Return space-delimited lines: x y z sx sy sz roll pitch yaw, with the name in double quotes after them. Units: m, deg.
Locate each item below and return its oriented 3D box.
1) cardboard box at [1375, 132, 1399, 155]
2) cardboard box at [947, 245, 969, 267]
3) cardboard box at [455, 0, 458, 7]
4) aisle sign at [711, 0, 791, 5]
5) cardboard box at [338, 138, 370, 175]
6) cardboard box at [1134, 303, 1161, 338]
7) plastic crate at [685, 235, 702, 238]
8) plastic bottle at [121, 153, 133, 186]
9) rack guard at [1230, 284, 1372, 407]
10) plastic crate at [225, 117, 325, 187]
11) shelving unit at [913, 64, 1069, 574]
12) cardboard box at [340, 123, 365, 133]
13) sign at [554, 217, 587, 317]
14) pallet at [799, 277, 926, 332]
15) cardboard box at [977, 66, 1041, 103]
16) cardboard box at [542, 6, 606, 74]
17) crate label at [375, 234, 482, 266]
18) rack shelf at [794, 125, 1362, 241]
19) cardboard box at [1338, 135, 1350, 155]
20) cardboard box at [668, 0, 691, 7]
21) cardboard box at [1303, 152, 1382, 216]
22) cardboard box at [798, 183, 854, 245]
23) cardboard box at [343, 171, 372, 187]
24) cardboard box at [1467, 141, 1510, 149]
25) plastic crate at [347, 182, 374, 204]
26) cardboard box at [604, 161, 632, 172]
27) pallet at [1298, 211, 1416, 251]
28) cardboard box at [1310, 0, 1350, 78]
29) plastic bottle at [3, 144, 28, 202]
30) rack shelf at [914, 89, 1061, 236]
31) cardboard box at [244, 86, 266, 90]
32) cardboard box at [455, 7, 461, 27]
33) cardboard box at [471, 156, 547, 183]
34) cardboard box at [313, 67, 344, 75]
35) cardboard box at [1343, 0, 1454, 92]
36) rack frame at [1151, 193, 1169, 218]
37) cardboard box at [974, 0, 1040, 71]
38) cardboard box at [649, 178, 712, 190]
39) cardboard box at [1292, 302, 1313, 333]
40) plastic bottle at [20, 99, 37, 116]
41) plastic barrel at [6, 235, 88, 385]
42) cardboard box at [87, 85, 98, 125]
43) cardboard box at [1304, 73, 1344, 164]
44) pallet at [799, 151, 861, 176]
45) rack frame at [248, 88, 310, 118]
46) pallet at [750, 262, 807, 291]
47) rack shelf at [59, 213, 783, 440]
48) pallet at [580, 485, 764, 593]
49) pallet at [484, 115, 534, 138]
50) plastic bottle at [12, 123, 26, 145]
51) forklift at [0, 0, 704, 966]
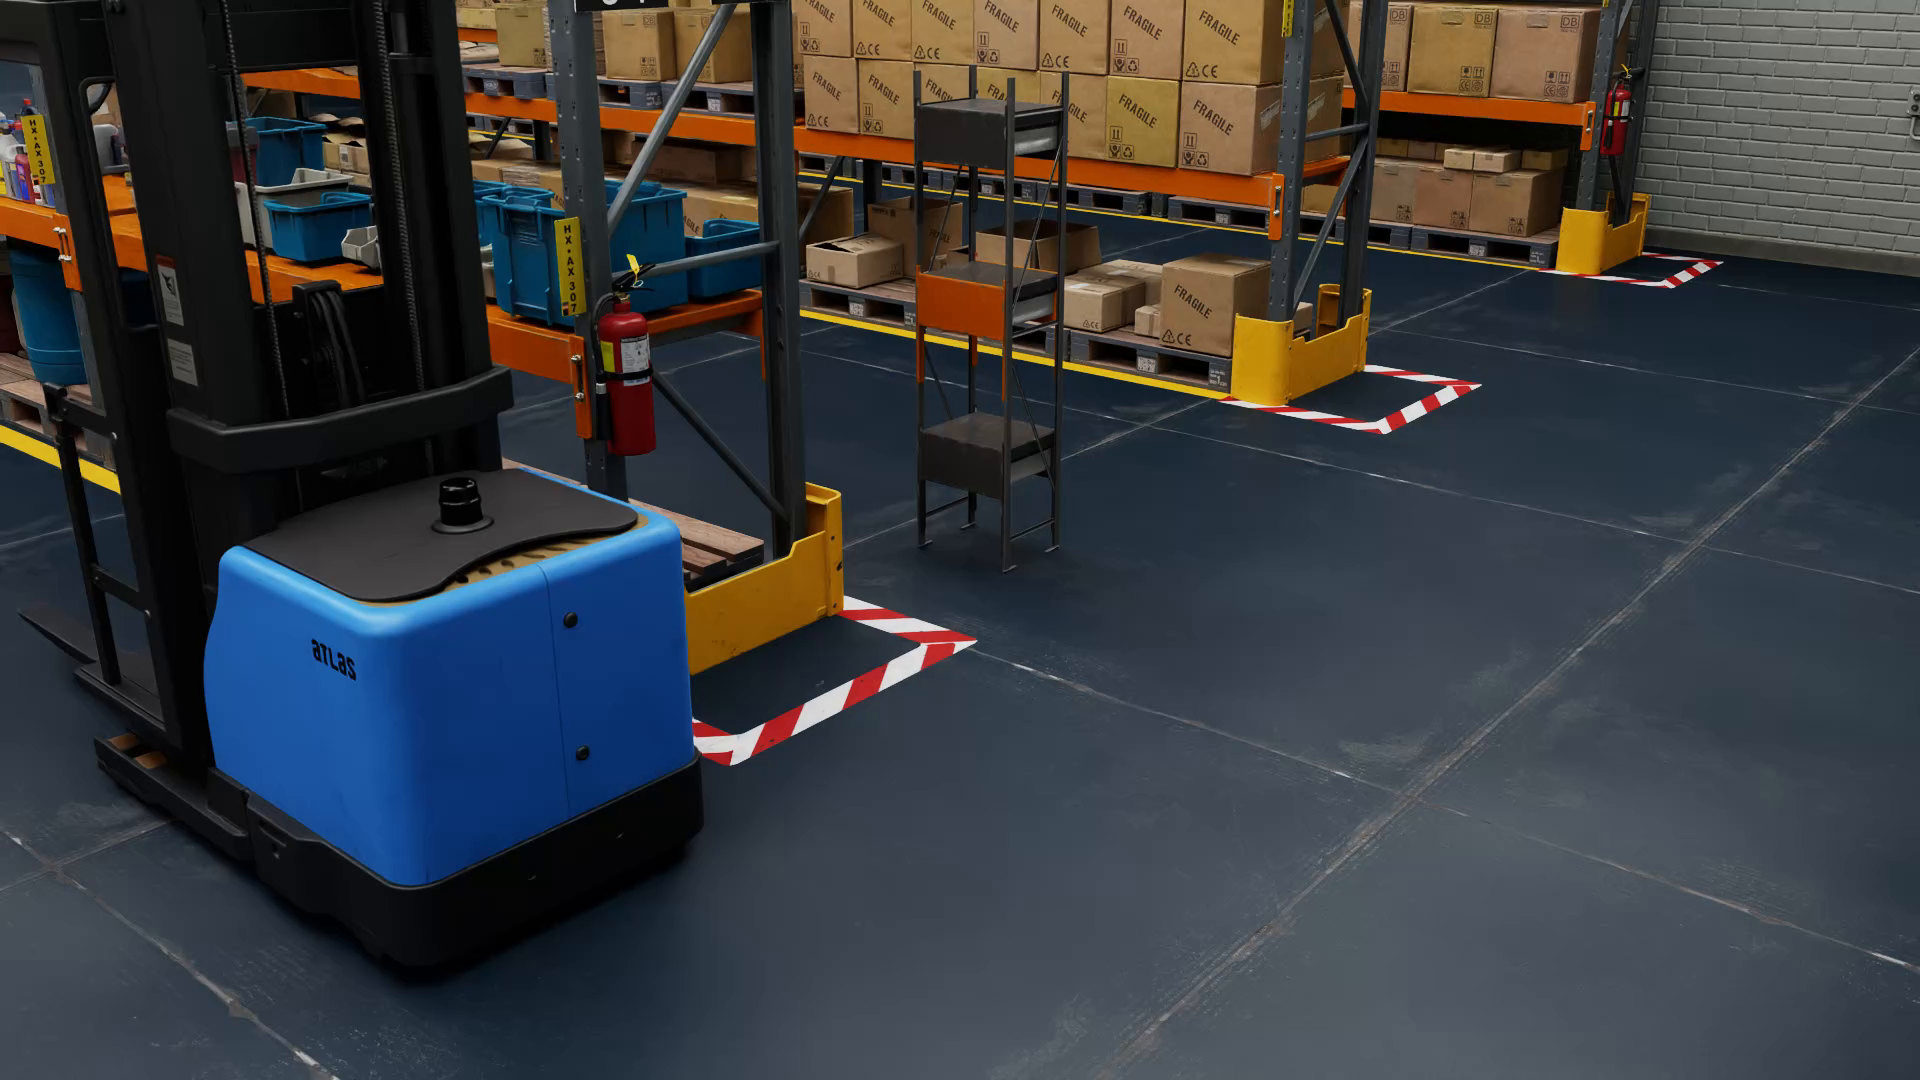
3.718 -3.536 14.823 0.250 0.149 0.380 16 26 35 "cardboard box"
0.253 -1.980 11.853 0.500 0.311 0.500 16 26 36 "cardboard box"
-6.560 -7.269 21.815 0.500 0.500 0.500 16 26 36 "cardboard box"
-0.742 -2.285 5.791 0.004 0.787 0.394 16 26 36 "aisle sign"
-5.406 -3.591 15.445 0.500 0.311 0.500 16 26 36 "cardboard box"
1.316 -1.405 10.536 0.250 0.166 0.380 16 26 36 "cardboard box"
-1.164 -1.147 6.747 0.298 0.136 0.250 16 26 36 "plastic crate"
-4.550 -2.053 9.143 0.097 0.201 0.097 0 21 0 "plastic bottle"
2.091 -1.204 10.151 0.348 0.500 1.175 16 26 36 "rack guard"
-3.507 -1.905 8.407 0.575 0.384 0.392 16 26 36 "plastic crate"
0.128 -0.946 7.200 0.503 2.100 0.431 16 26 36 "shelving unit"
-5.860 -3.967 16.445 0.500 0.311 0.500 16 26 36 "cardboard box"
-1.320 -0.925 5.640 0.005 0.325 0.100 16 26 36 "sign"
-0.418 -1.790 12.117 1.213 0.211 1.003 16 26 36 "pallet"
0.453 -2.769 10.617 0.500 0.500 0.500 16 26 36 "cardboard box"
-2.901 -4.018 13.336 0.700 0.500 0.500 -16 26 -37 "cardboard box"
-2.178 -1.164 6.793 0.243 0.136 0.396 16 26 36 "crate label"
0.600 -2.466 10.976 4.000 0.370 1.077 16 26 36 "rack shelf"
3.249 -3.496 14.717 0.250 0.149 0.380 15 25 35 "cardboard box"
-3.217 -6.392 19.601 0.700 0.500 0.500 -19 28 -41 "cardboard box"
3.478 -3.208 14.870 0.500 0.500 0.700 17 26 37 "cardboard box"
-1.170 -2.459 12.858 0.500 0.500 0.500 15 25 34 "cardboard box"
-5.399 -3.329 15.546 0.500 0.250 0.500 17 26 37 "cardboard box"
4.504 -3.310 14.223 0.250 0.149 0.380 16 26 36 "cardboard box"
-3.047 -1.619 8.014 0.590 0.125 0.437 16 26 36 "plastic crate"
-2.774 -2.917 14.072 0.500 0.500 0.500 15 25 34 "cardboard box"
3.669 -2.836 14.889 1.213 0.211 1.003 16 26 36 "pallet"
1.973 -3.042 9.925 0.500 0.500 0.500 17 27 38 "cardboard box"
-4.877 -1.918 8.680 0.135 0.276 0.152 16 26 36 "plastic bottle"
0.128 -1.588 6.958 0.480 0.518 0.431 16 26 36 "rack shelf"
-7.701 -4.593 17.835 0.500 0.500 0.500 16 26 36 "cardboard box"
-6.528 -6.912 21.932 0.500 0.250 0.500 15 25 35 "cardboard box"
-3.876 -2.998 14.285 0.500 0.500 0.500 17 27 38 "cardboard box"
-5.766 -4.675 15.673 0.500 0.500 0.500 16 26 36 "cardboard box"
3.722 -4.295 14.380 0.700 0.700 0.980 15 25 34 "cardboard box"
2.180 -4.604 15.625 0.127 3.000 1.000 16 26 36 "rack frame"
0.437 -3.236 10.441 0.500 0.500 0.500 17 27 38 "cardboard box"
-2.279 -2.541 13.075 0.500 0.500 0.500 16 26 37 "cardboard box"
2.043 -1.416 10.588 0.250 0.149 0.380 16 26 36 "cardboard box"
-5.617 -2.489 10.088 0.185 0.351 0.144 16 26 36 "plastic bottle"
-5.043 -1.394 9.493 0.708 0.901 0.600 16 26 36 "plastic barrel"
-9.583 -4.895 18.637 0.500 0.500 0.500 16 26 36 "cardboard box"
1.973 -2.574 10.101 0.500 0.500 0.500 17 26 37 "cardboard box"
-1.523 -4.366 18.947 1.213 0.211 1.003 16 26 36 "pallet"
-7.147 -5.033 16.765 0.127 3.000 1.000 16 26 36 "rack frame"
-1.603 -2.115 12.978 1.213 0.211 1.003 16 26 36 "pallet"
-2.535 -1.113 7.387 4.000 0.370 1.077 16 26 36 "rack shelf"
-1.600 0.107 7.085 1.213 0.211 1.003 16 26 36 "pallet"
-5.510 -5.496 21.943 1.213 0.211 1.003 16 26 36 "pallet"
-5.055 -2.069 8.973 0.185 0.351 0.144 16 26 36 "plastic bottle"
-2.232 -0.640 5.211 3.031 2.935 1.130 17 27 38 "forklift"
